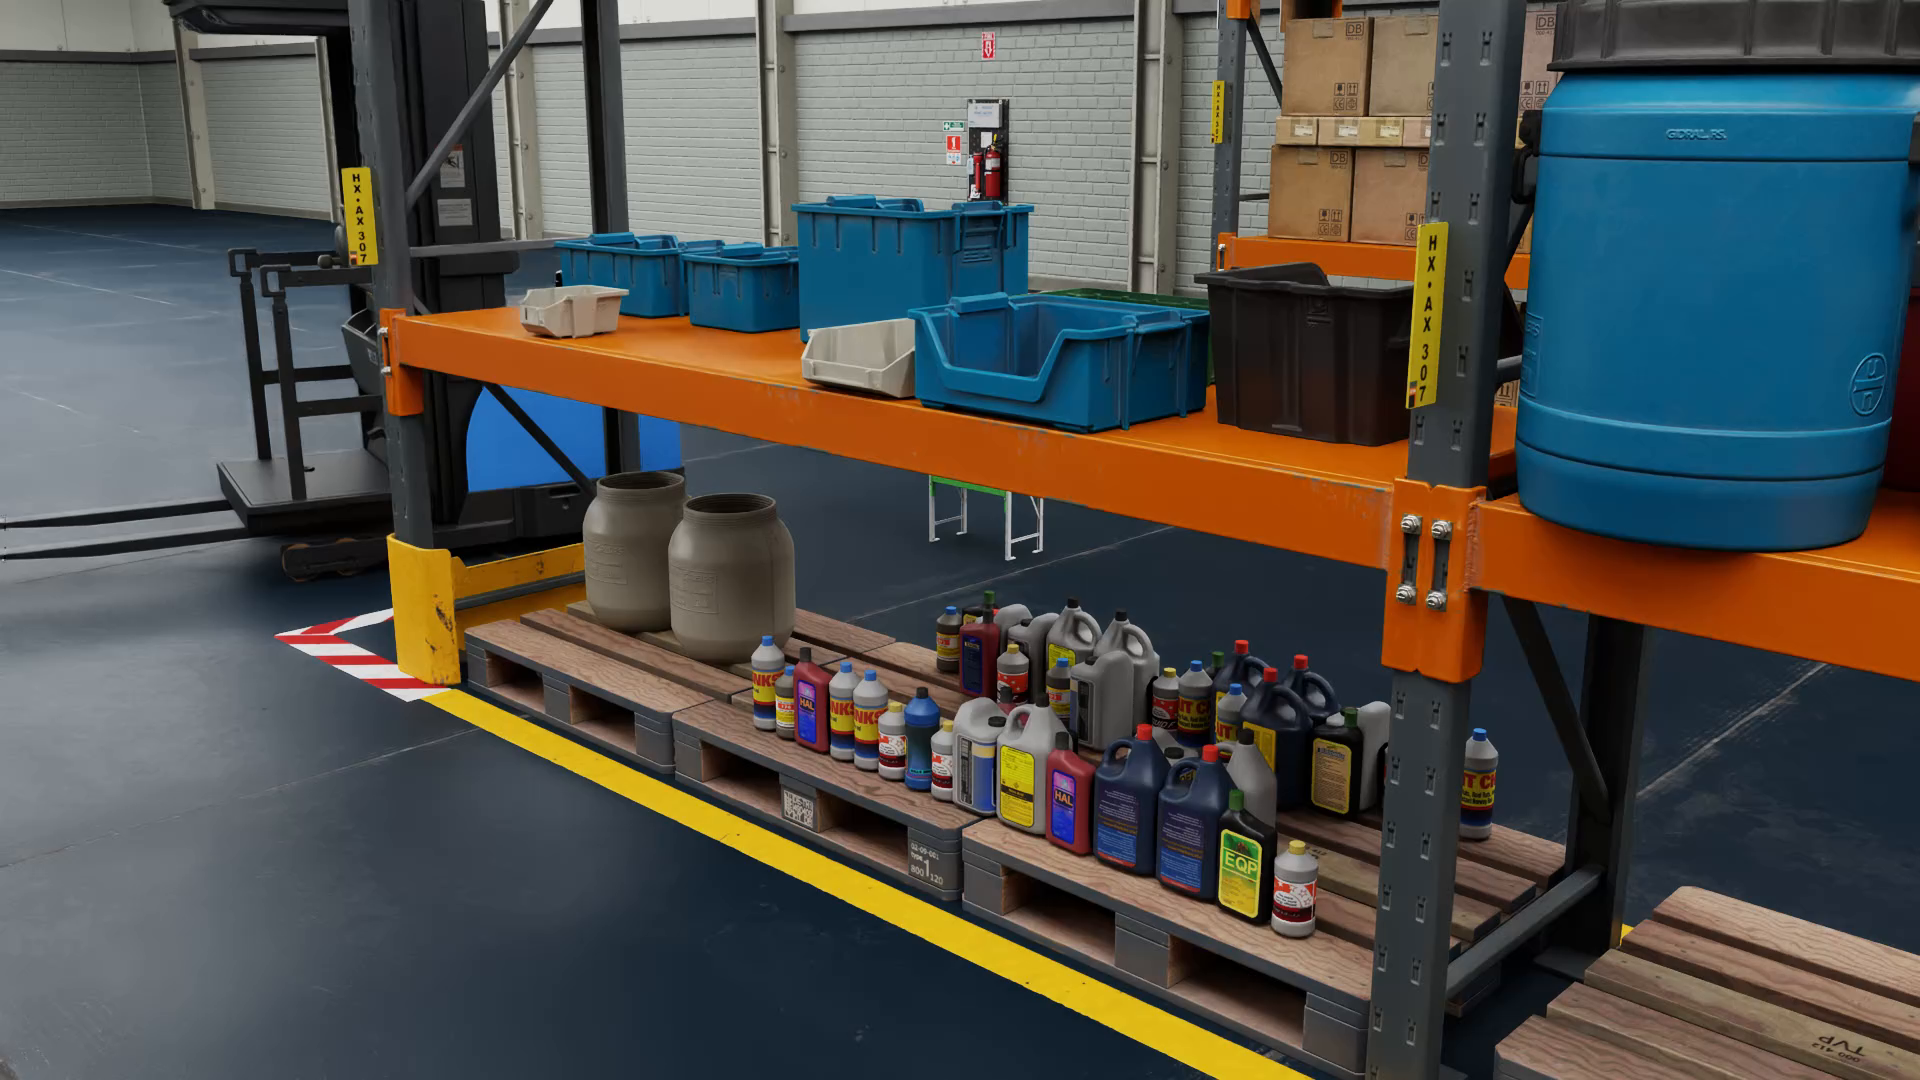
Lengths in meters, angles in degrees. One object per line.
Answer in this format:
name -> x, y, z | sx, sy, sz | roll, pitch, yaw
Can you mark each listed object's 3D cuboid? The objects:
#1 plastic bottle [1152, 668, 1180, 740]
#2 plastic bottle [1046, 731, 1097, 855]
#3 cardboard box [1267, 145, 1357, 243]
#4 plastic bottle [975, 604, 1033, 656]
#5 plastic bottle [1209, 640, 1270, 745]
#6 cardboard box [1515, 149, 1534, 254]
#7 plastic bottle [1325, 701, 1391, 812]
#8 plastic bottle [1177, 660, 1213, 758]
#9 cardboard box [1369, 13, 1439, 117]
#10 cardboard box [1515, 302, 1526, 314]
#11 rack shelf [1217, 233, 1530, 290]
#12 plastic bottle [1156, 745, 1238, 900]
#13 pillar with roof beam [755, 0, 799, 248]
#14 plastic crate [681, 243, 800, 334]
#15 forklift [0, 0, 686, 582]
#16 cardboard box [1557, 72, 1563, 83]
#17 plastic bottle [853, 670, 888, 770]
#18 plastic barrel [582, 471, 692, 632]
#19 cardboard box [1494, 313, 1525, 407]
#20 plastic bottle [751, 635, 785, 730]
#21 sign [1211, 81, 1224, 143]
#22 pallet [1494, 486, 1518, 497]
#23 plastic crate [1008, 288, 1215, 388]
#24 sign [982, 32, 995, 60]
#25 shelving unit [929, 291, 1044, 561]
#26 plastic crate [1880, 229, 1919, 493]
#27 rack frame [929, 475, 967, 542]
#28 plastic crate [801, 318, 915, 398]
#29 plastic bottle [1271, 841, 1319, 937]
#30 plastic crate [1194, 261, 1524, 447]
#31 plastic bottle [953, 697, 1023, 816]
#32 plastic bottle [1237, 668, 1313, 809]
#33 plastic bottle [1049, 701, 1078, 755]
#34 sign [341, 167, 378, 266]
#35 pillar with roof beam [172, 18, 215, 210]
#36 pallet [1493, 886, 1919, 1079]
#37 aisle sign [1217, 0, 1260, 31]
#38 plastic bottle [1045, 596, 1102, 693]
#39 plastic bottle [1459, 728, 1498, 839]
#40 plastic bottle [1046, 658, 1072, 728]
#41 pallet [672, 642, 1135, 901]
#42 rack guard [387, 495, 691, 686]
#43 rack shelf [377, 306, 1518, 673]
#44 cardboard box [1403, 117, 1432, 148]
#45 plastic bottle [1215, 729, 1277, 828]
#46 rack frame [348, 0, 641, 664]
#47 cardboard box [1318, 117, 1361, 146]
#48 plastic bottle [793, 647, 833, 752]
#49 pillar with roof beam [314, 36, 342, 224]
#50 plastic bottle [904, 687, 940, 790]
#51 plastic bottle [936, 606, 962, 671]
plastic bottle -> 0.608, 0.473, 4.844 | 0.097, 0.201, 0.097 | 0, 15, 0
plastic bottle -> 0.277, 0.622, 4.110 | 0.061, 0.283, 0.133 | -13, 19, -41
cardboard box -> 2.113, -1.927, 9.182 | 0.500, 0.500, 0.700 | 14, 20, 42
plastic bottle -> 0.134, 0.331, 5.240 | 0.135, 0.276, 0.152 | 14, 20, 43
plastic bottle -> 0.796, 0.455, 4.619 | 0.185, 0.351, 0.144 | 13, 19, 40
cardboard box -> 2.848, -1.748, 8.495 | 0.500, 0.500, 0.700 | 14, 20, 43
plastic bottle -> 1.048, 0.554, 4.388 | 0.152, 0.276, 0.135 | -14, 20, -42
plastic bottle -> 0.664, 0.474, 4.701 | 0.097, 0.271, 0.097 | 0, 15, 0
cardboard box -> 2.534, -2.455, 8.633 | 0.500, 0.500, 0.700 | 13, 19, 41
cardboard box -> 3.109, -0.986, 8.902 | 0.500, 0.500, 0.500 | 14, 20, 42
rack shelf -> 3.226, -1.265, 8.264 | 4.000, 0.370, 1.077 | 14, 20, 42
plastic bottle -> 0.561, 0.644, 3.892 | 0.185, 0.351, 0.144 | 13, 19, 41
pillar with roof beam -> -5.301, -7.119, 17.407 | 0.400, 9.000, 9.100 | 14, 20, 42
plastic crate -> -0.623, -0.845, 5.520 | 0.408, 0.251, 0.499 | 14, 20, 42
forklift -> -2.872, -1.388, 7.446 | 3.031, 2.935, 1.130 | -8, 17, -29
cardboard box -> 3.258, -2.279, 7.959 | 0.500, 0.500, 0.700 | 14, 20, 42
plastic bottle -> -0.247, 0.494, 4.625 | 0.097, 0.271, 0.097 | 0, 15, 0
plastic barrel -> -1.128, 0.037, 5.941 | 0.421, 0.512, 0.421 | 0, 15, 0
cardboard box -> 2.748, -0.892, 8.540 | 0.500, 0.500, 0.500 | 14, 20, 42
plastic bottle -> -0.566, 0.417, 4.923 | 0.097, 0.271, 0.097 | 0, 15, 0
sign -> 1.396, -2.321, 9.015 | 0.005, 0.325, 0.100 | 14, 20, 42
pallet -> 3.240, -0.274, 8.565 | 1.213, 0.211, 1.003 | 14, 20, 42
plastic crate -> 0.443, -0.551, 4.517 | 0.662, 0.188, 0.450 | 14, 20, 42
sign -> 0.318, -5.528, 18.602 | 0.199, 0.298, 0.001 | 14, 20, 42
shelving unit -> 0.119, -0.552, 7.670 | 0.503, 1.200, 0.258 | 14, 20, 42
plastic crate -> 1.786, -0.366, 3.262 | 0.583, 0.464, 0.402 | 14, 20, 42
rack frame -> -0.057, -0.594, 7.834 | 0.015, 1.200, 0.240 | 14, 20, 42
plastic crate -> -0.120, -0.475, 4.330 | 0.437, 0.136, 0.530 | 14, 20, 42
plastic bottle -> 0.747, 0.770, 3.706 | 0.097, 0.201, 0.097 | 0, 15, 0
plastic crate -> 0.936, -0.449, 3.830 | 0.504, 0.338, 0.767 | 14, 20, 42
plastic bottle -> 0.076, 0.561, 4.360 | 0.152, 0.276, 0.135 | -14, 20, -43
plastic bottle -> 0.832, 0.514, 4.391 | 0.185, 0.351, 0.144 | 14, 20, 42
plastic bottle -> 0.243, 0.563, 4.335 | 0.133, 0.283, 0.061 | 14, 20, 42
sign -> -2.040, -1.099, 5.654 | 0.005, 0.325, 0.100 | 14, 20, 42
pillar with roof beam -> -18.258, -10.269, 29.498 | 0.400, 9.000, 9.100 | 14, 20, 42
pallet -> 1.817, 1.115, 3.233 | 1.213, 0.211, 1.003 | 14, 20, 42
aisle sign -> 1.526, -3.177, 9.020 | 0.004, 0.787, 0.394 | 14, 20, 42
plastic bottle -> 0.356, 0.348, 5.029 | 0.144, 0.351, 0.185 | -14, 20, -42
plastic bottle -> 1.299, 0.607, 4.190 | 0.097, 0.271, 0.097 | 0, 15, 0
plastic bottle -> 0.303, 0.450, 4.934 | 0.097, 0.201, 0.097 | 0, 15, 0
pallet -> -0.112, 0.646, 5.033 | 1.213, 0.211, 1.003 | 14, 20, 42
rack guard -> -1.568, 0.150, 6.366 | 0.348, 0.500, 1.175 | 14, 20, 42
rack shelf -> -0.215, -0.366, 4.816 | 4.000, 0.370, 1.077 | 14, 20, 42
cardboard box -> 2.470, -2.083, 8.494 | 0.250, 0.149, 0.380 | 13, 20, 41
plastic bottle -> 0.661, 0.618, 3.993 | 0.185, 0.351, 0.144 | 14, 20, 42
rack frame -> -1.655, -1.065, 6.069 | 0.127, 3.000, 1.000 | 14, 20, 42
cardboard box -> 2.111, -2.172, 8.834 | 0.250, 0.149, 0.380 | 13, 19, 41
plastic bottle -> -0.416, 0.454, 4.756 | 0.133, 0.283, 0.061 | 14, 20, 43
pillar with roof beam -> -13.939, -9.219, 25.468 | 0.400, 9.000, 9.100 | 14, 20, 42
plastic bottle -> -0.101, 0.530, 4.489 | 0.097, 0.271, 0.097 | 0, 15, 0
plastic bottle -> -0.029, 0.318, 5.438 | 0.097, 0.201, 0.097 | 0, 15, 0
